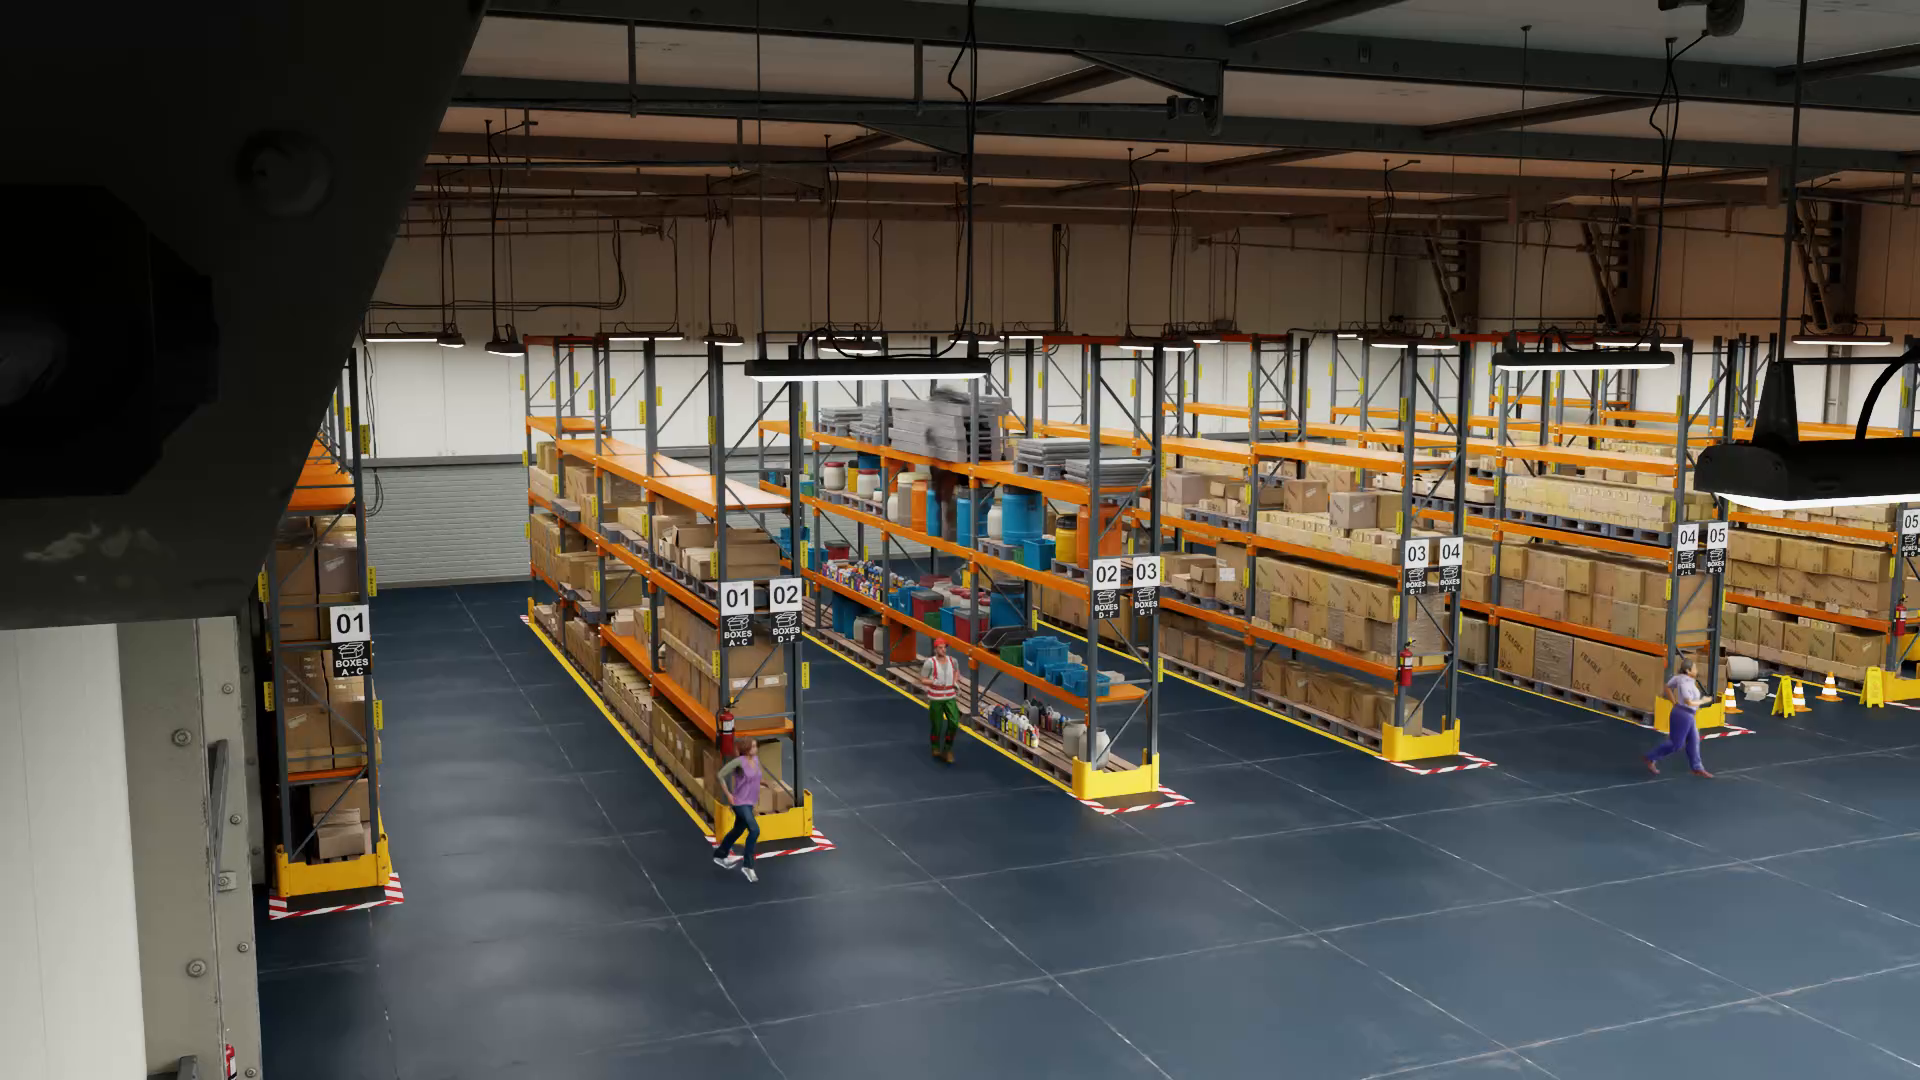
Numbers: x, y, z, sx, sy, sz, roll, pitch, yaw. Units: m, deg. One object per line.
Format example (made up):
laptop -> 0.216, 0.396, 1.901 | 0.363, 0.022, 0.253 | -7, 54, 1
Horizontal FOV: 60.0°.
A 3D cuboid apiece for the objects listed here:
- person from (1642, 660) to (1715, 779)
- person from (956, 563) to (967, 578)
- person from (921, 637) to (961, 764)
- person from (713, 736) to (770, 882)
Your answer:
person -> 9.921, 2.454, 22.885 | 0.945, 1.635, 0.607 | 3, 8, 21
person -> 0.323, 0.194, 39.822 | 0.882, 1.670, 0.622 | 2, 8, 15
person -> -0.241, 2.300, 23.759 | 0.631, 1.822, 0.692 | -2, 8, -17
person -> -2.492, 3.042, 19.009 | 0.715, 1.630, 0.542 | 3, 8, 21
